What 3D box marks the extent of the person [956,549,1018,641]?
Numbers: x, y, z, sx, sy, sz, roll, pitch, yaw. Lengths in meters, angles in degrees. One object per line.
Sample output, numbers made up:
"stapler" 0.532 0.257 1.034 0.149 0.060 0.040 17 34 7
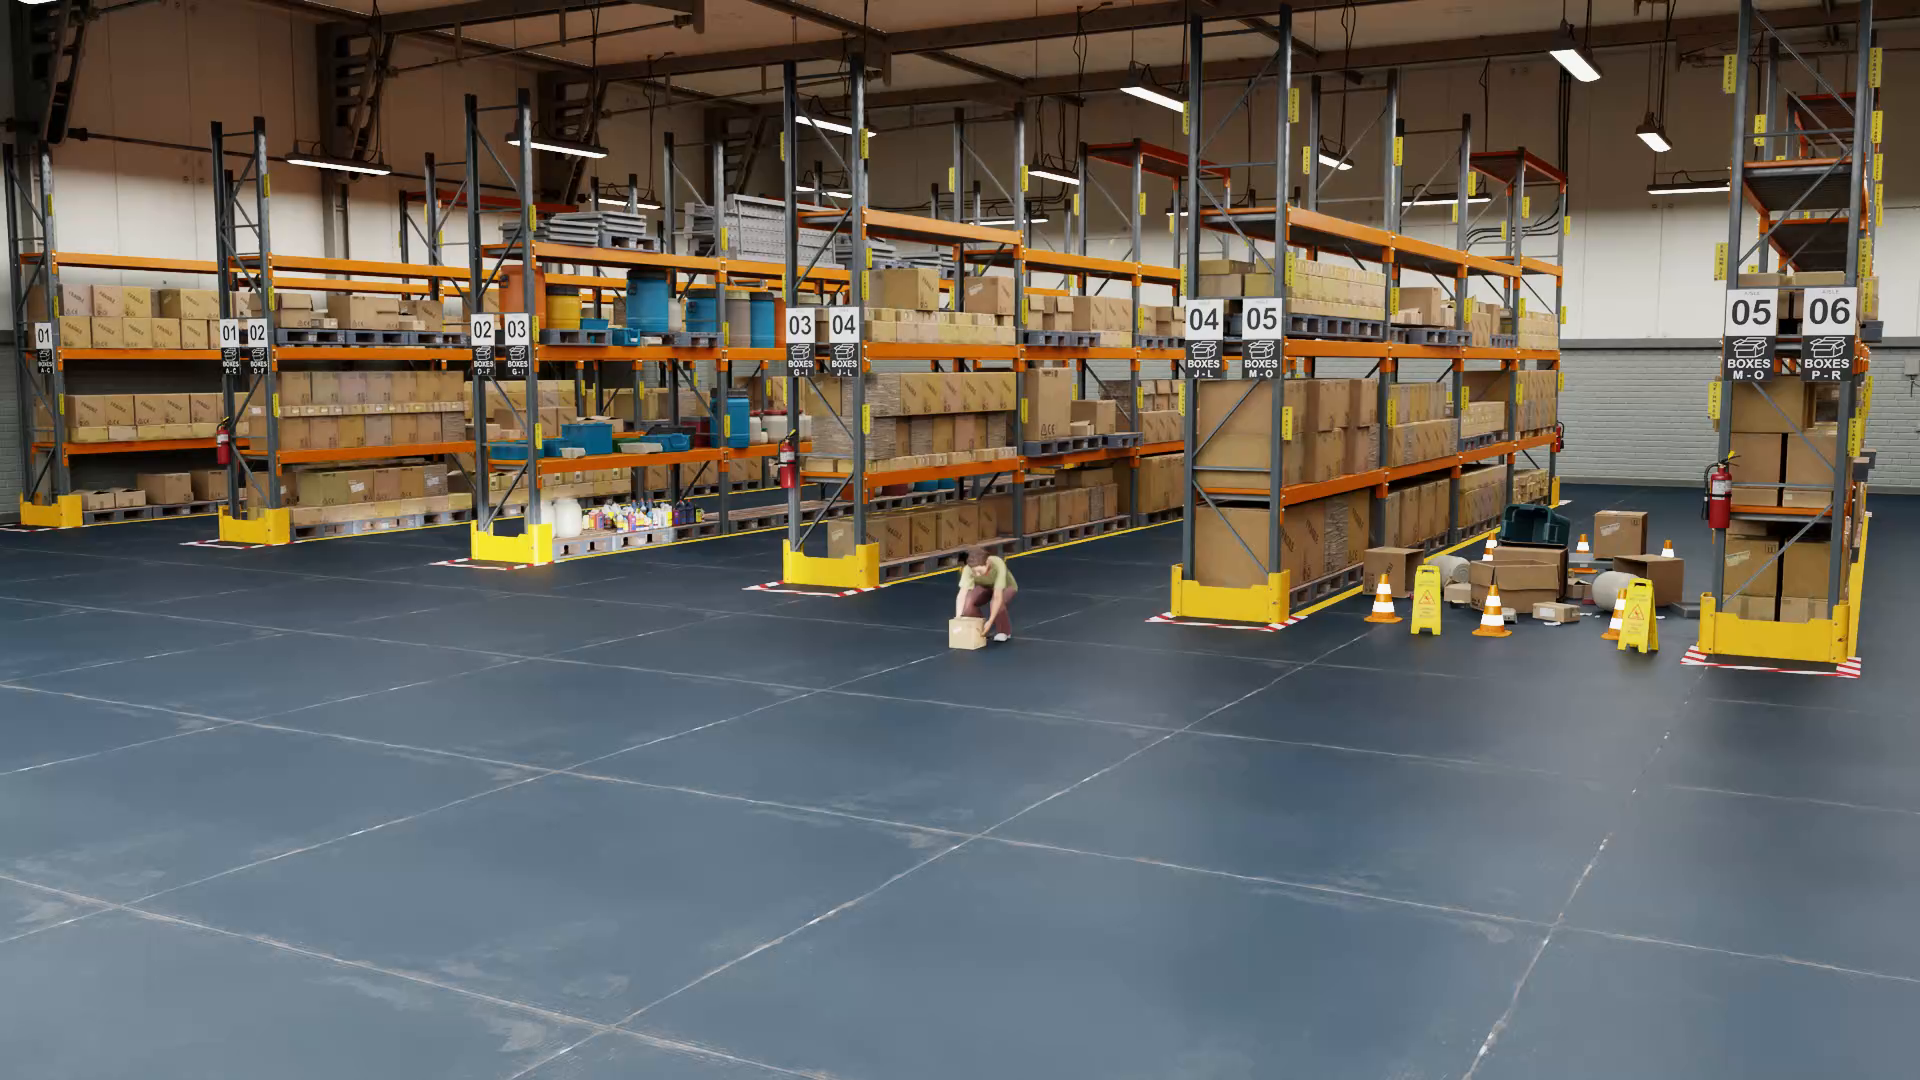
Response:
"person" 0.262 0.497 15.378 0.490 0.890 0.800 3 7 28
